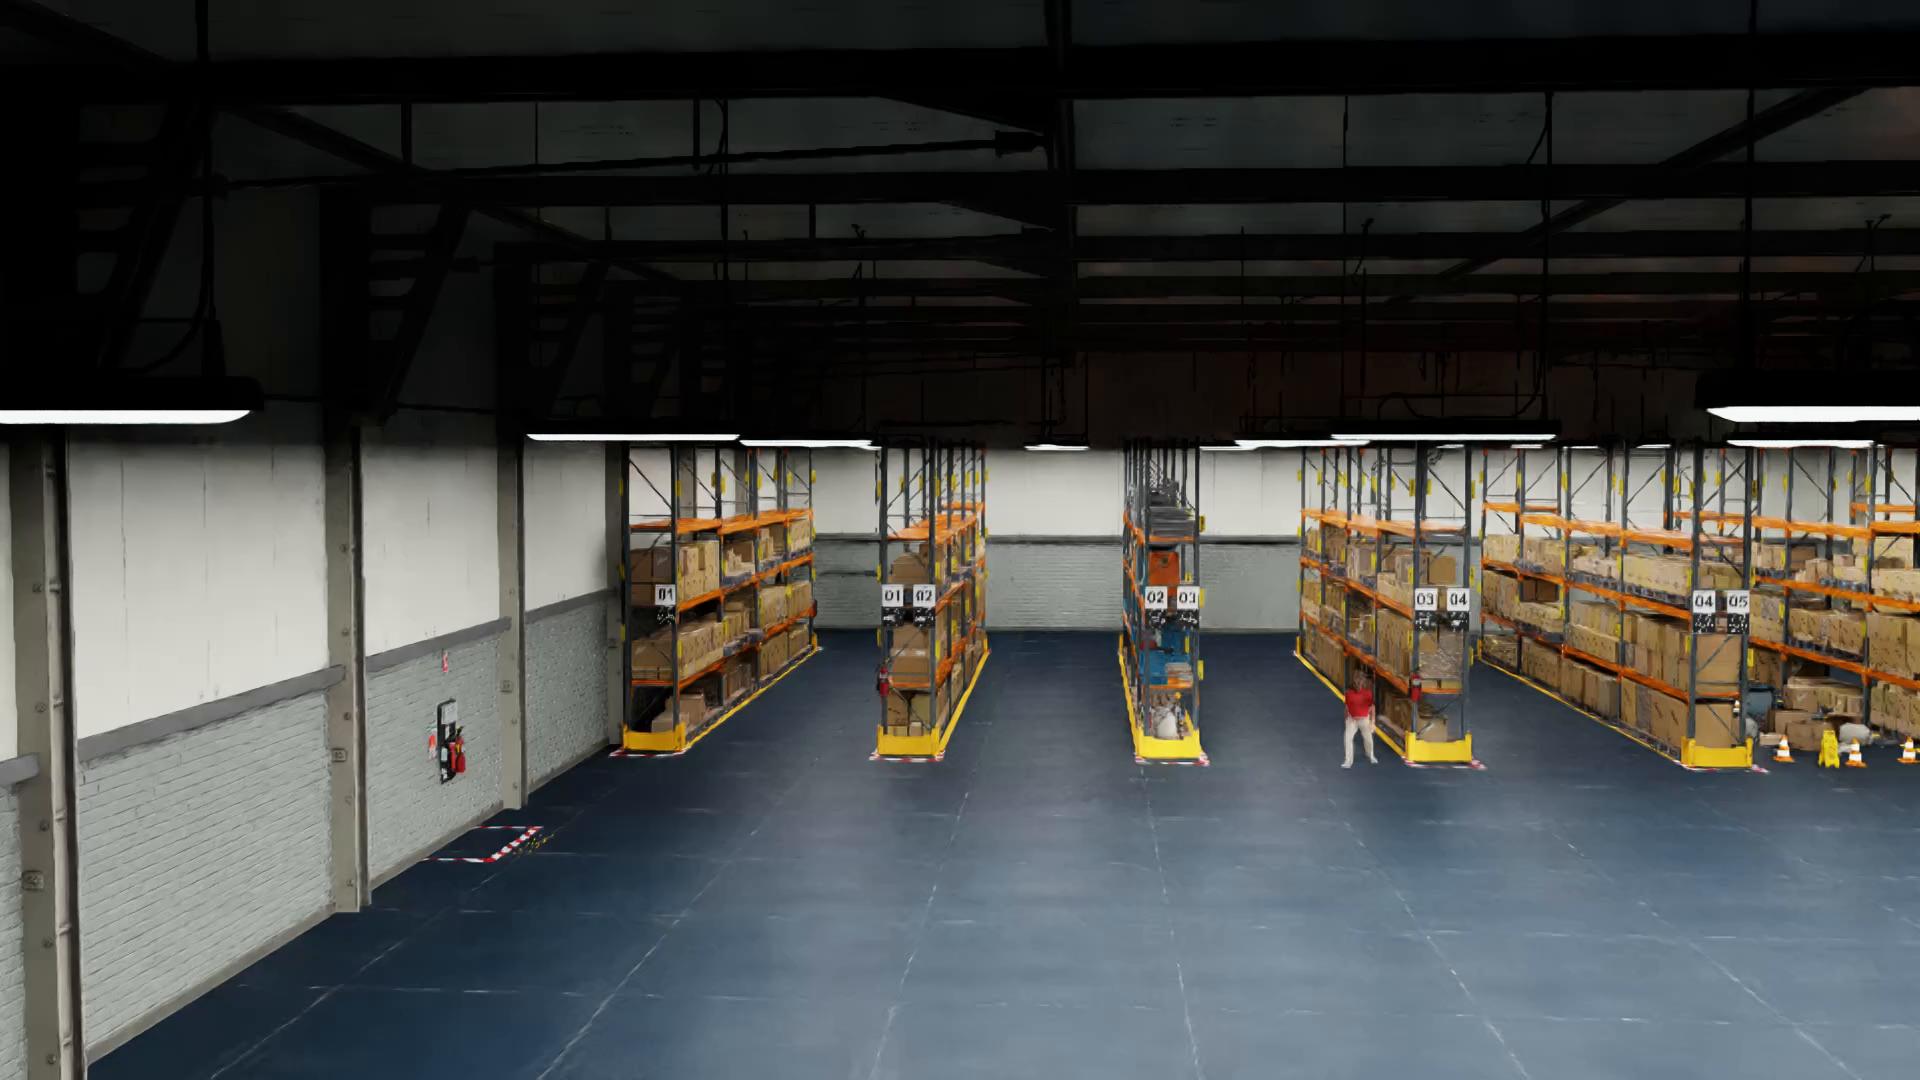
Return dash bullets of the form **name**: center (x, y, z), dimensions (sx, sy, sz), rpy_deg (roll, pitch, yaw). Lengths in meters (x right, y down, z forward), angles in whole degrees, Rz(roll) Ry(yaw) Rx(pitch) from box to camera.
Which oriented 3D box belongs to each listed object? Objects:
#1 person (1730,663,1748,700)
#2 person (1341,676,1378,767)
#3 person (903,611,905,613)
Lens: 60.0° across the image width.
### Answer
- **person**: center (17.775, 2.845, 37.953), dimensions (0.550, 1.663, 0.586), rpy_deg (2, 3, 27)
- **person**: center (7.249, 3.272, 30.160), dimensions (0.584, 1.665, 0.974), rpy_deg (1, 3, 25)
- **person**: center (-1.443, 2.395, 47.098), dimensions (0.445, 1.586, 1.091), rpy_deg (0, 3, 2)
